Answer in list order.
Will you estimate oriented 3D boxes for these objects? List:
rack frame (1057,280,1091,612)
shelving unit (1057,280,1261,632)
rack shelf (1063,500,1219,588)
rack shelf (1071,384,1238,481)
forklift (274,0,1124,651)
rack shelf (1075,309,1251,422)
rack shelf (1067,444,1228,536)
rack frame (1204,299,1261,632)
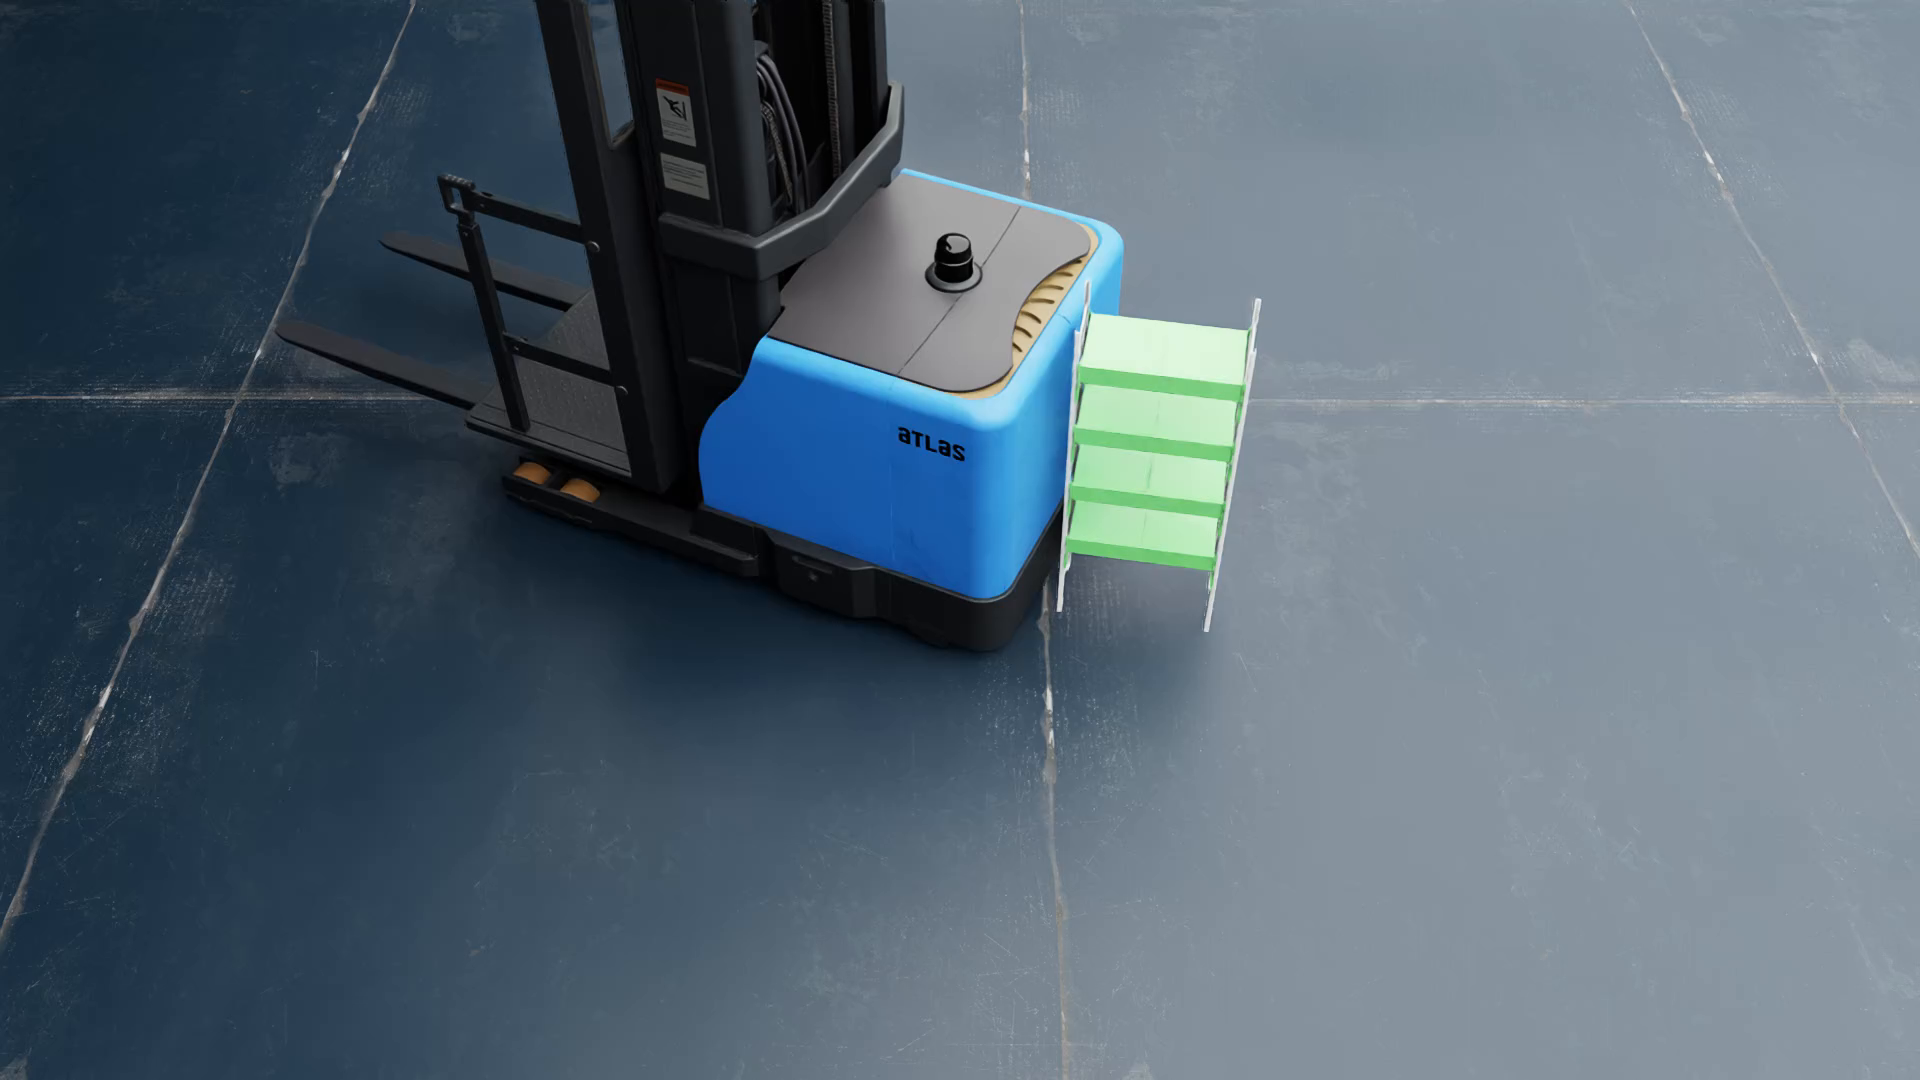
[{"bbox_3d":[0.351,-0.257,5.169,0.015,1.200,0.240,8,48,7],"label":"rack frame"},{"bbox_3d":[0.591,-0.225,5.139,0.503,1.200,0.258,8,48,7],"label":"shelving unit"},{"bbox_3d":[0.591,-0.018,5.362,0.480,0.148,0.258,8,48,7],"label":"rack shelf"},{"bbox_3d":[0.591,-0.345,5.011,0.480,0.148,0.258,8,48,7],"label":"rack shelf"},{"bbox_3d":[-1.032,-1.380,5.032,3.031,2.935,1.130,19,50,17],"label":"forklift"},{"bbox_3d":[0.591,-0.508,4.835,0.480,0.148,0.258,8,48,7],"label":"rack shelf"},{"bbox_3d":[0.591,-0.181,5.186,0.480,0.148,0.258,8,48,7],"label":"rack shelf"},{"bbox_3d":[0.831,-0.193,5.110,0.015,1.200,0.240,8,48,7],"label":"rack frame"}]
